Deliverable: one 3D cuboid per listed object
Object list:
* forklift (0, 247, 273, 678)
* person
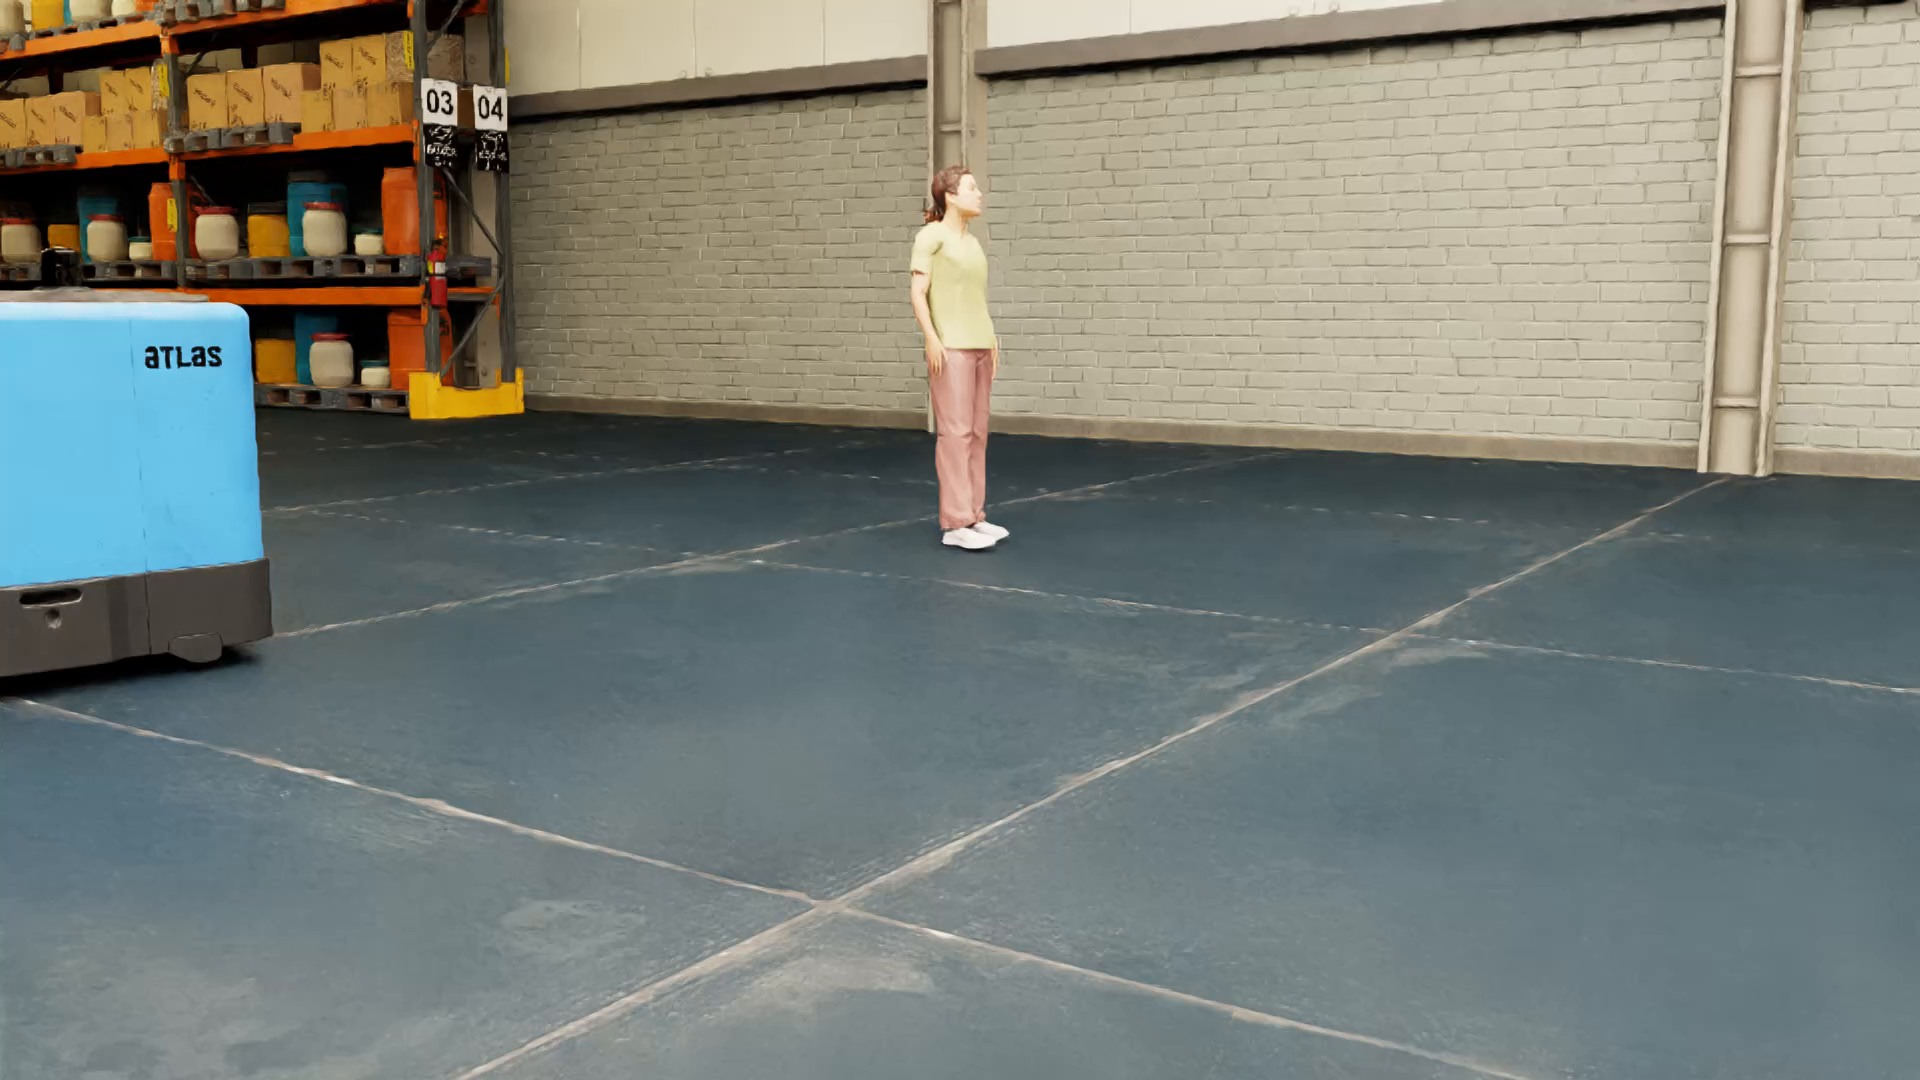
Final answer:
[{"bbox_3d":[-3.510,-0.995,4.189,3.031,2.935,1.130,-7,11,-42],"label":"forklift"},{"bbox_3d":[0.055,-0.830,7.435,0.548,1.674,0.554,5,10,34],"label":"person"}]
